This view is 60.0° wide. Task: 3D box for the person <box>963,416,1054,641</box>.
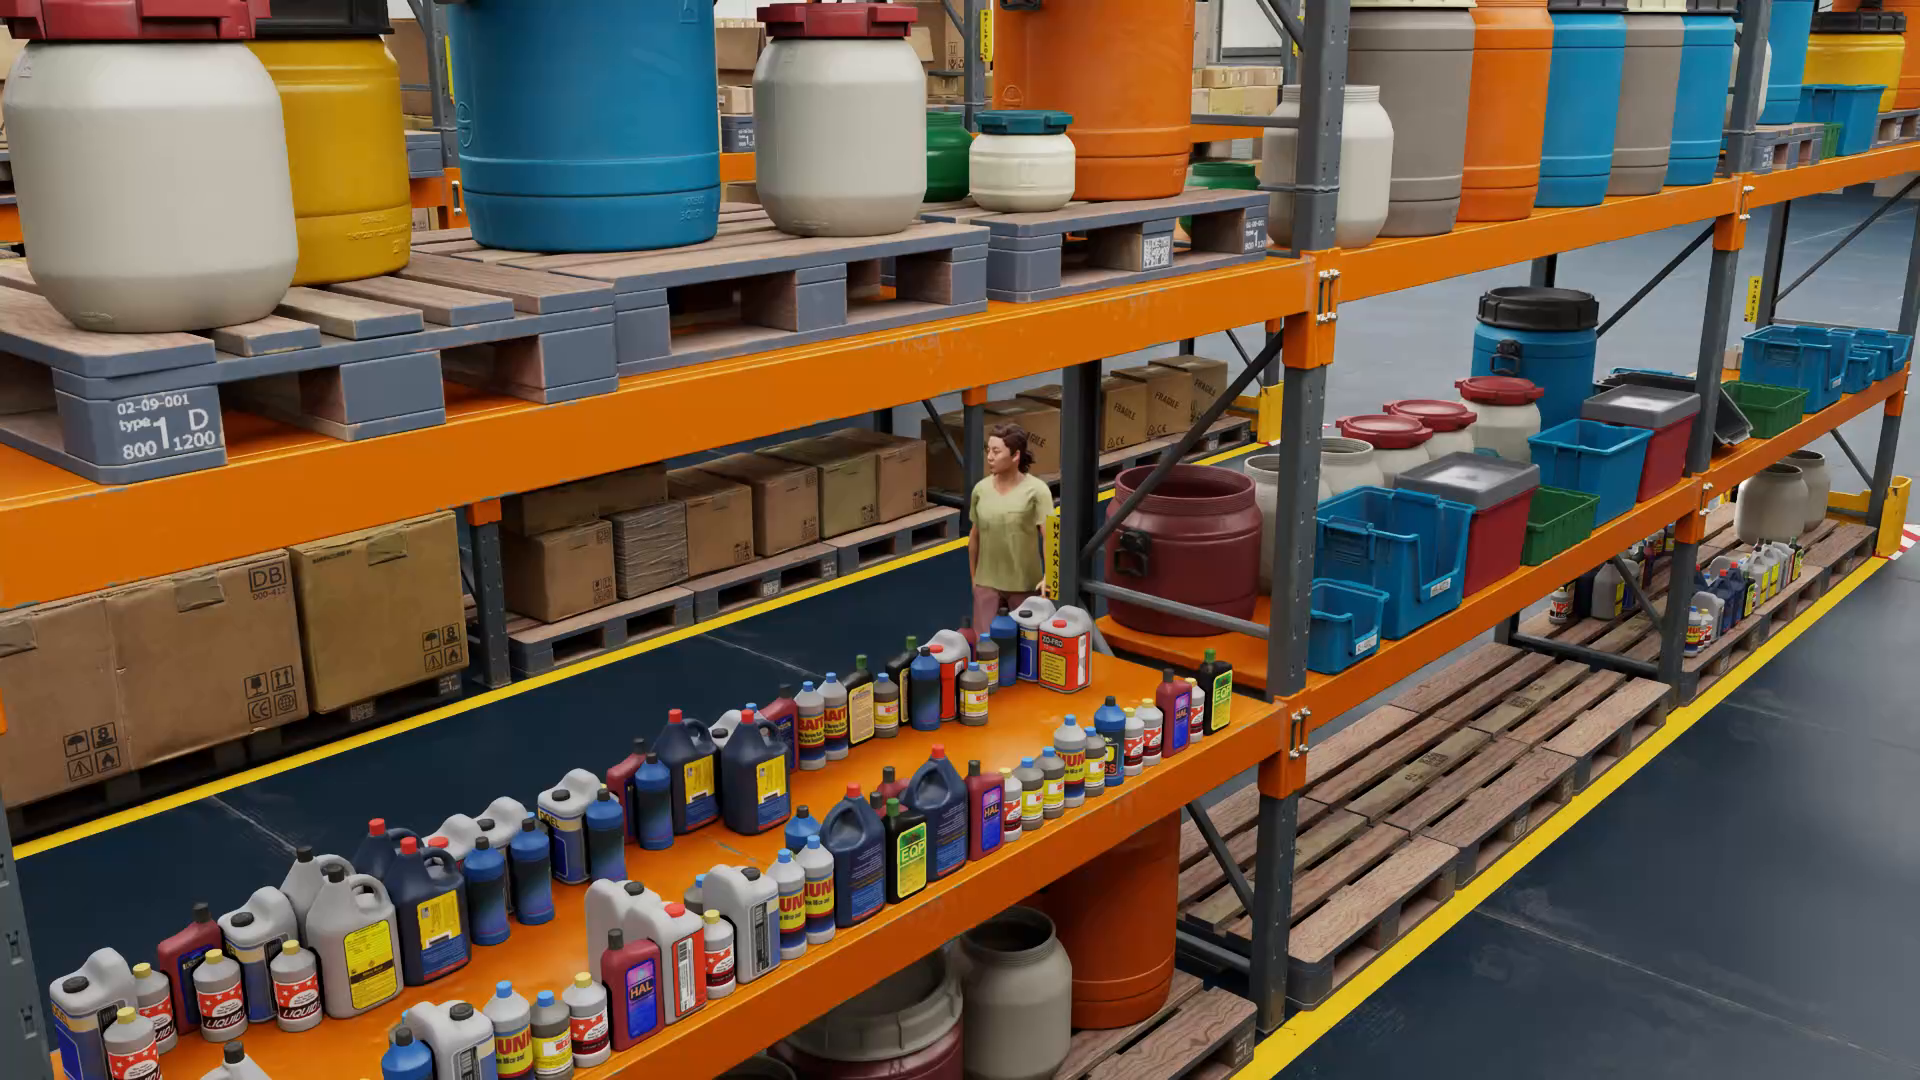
[{"bbox_3d":[0.196,0.227,8.277,0.513,1.660,0.643,9,19,28],"label":"person"}]
